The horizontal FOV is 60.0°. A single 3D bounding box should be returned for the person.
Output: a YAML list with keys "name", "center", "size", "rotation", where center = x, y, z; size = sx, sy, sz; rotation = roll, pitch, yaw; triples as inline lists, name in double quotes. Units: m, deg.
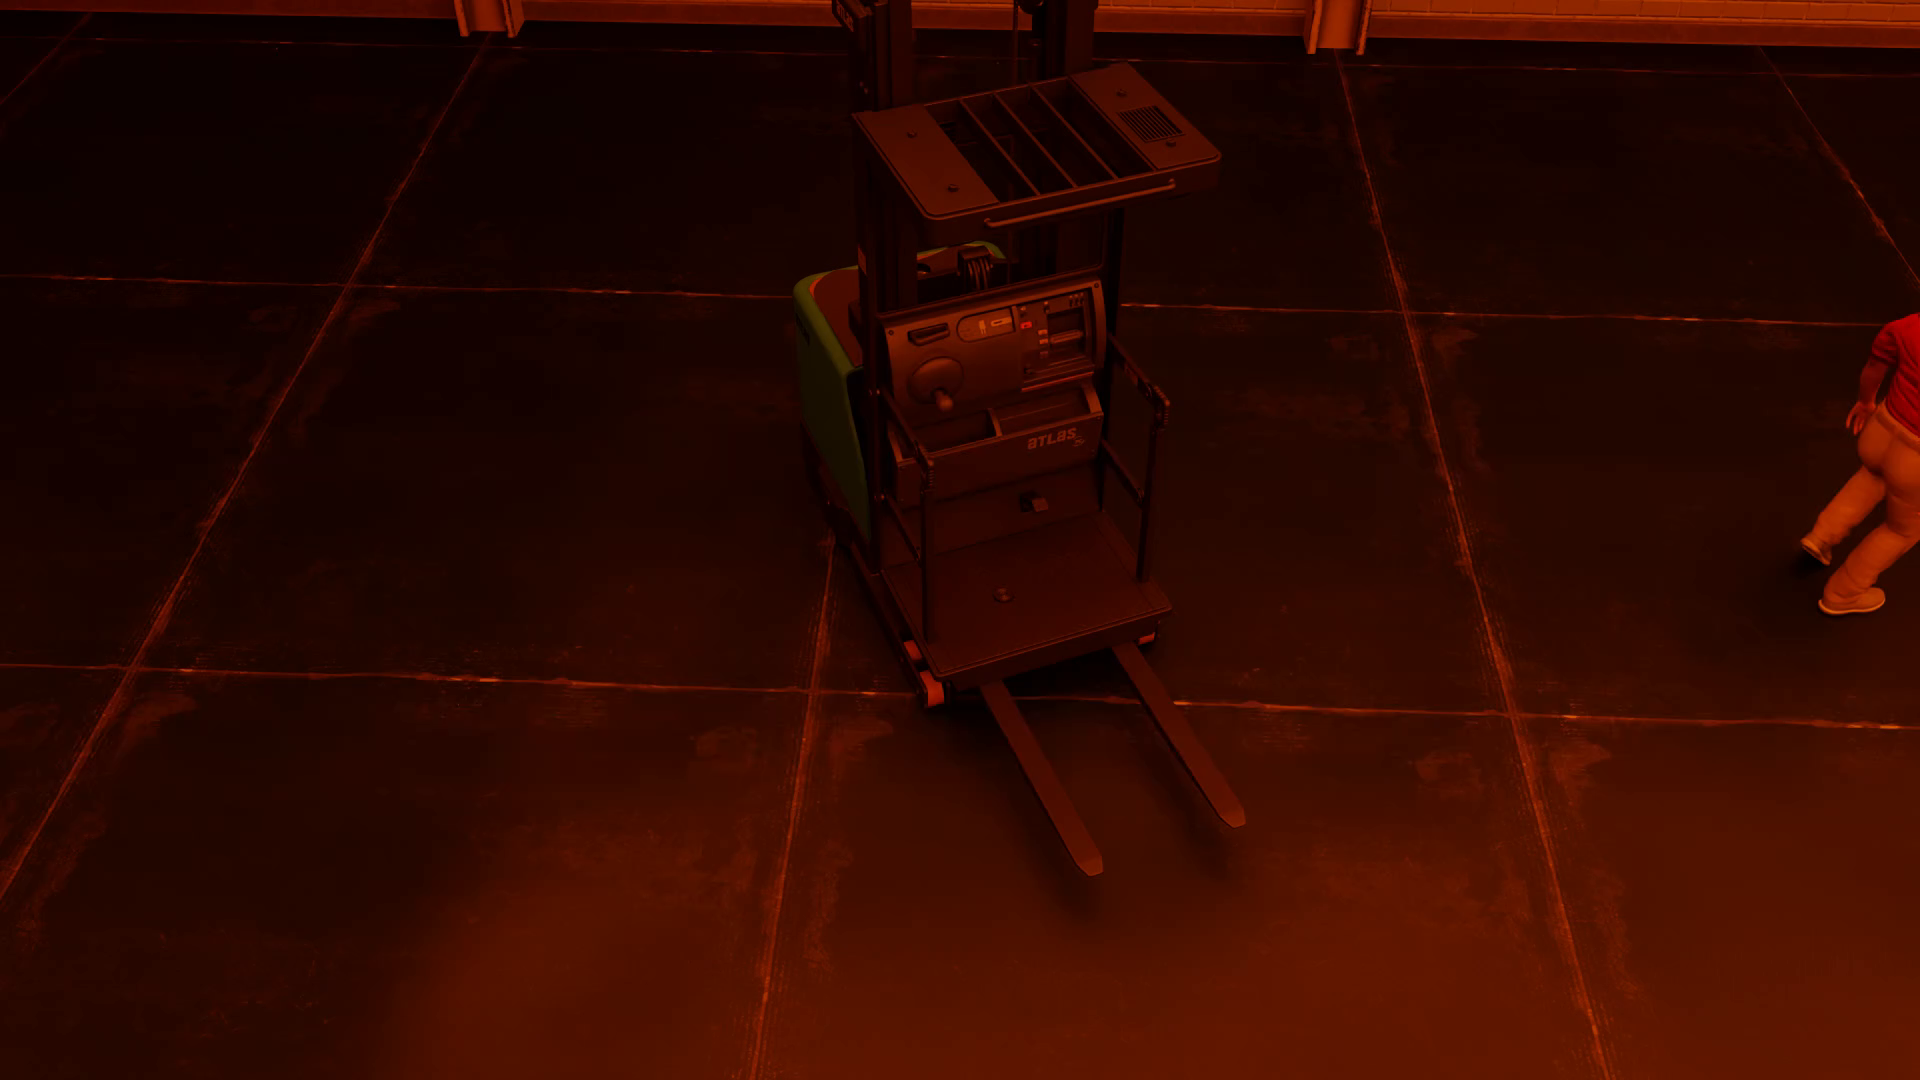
- name: "person"
  center: [4.093, -0.399, 7.100]
  size: [0.467, 1.726, 0.666]
  rotation: [-14, 44, -15]

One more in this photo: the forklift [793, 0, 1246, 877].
- name: "forklift"
  center: [0.231, -0.691, 6.500]
  size: [1.130, 2.935, 3.031]
  rotation: [-15, 45, -16]
